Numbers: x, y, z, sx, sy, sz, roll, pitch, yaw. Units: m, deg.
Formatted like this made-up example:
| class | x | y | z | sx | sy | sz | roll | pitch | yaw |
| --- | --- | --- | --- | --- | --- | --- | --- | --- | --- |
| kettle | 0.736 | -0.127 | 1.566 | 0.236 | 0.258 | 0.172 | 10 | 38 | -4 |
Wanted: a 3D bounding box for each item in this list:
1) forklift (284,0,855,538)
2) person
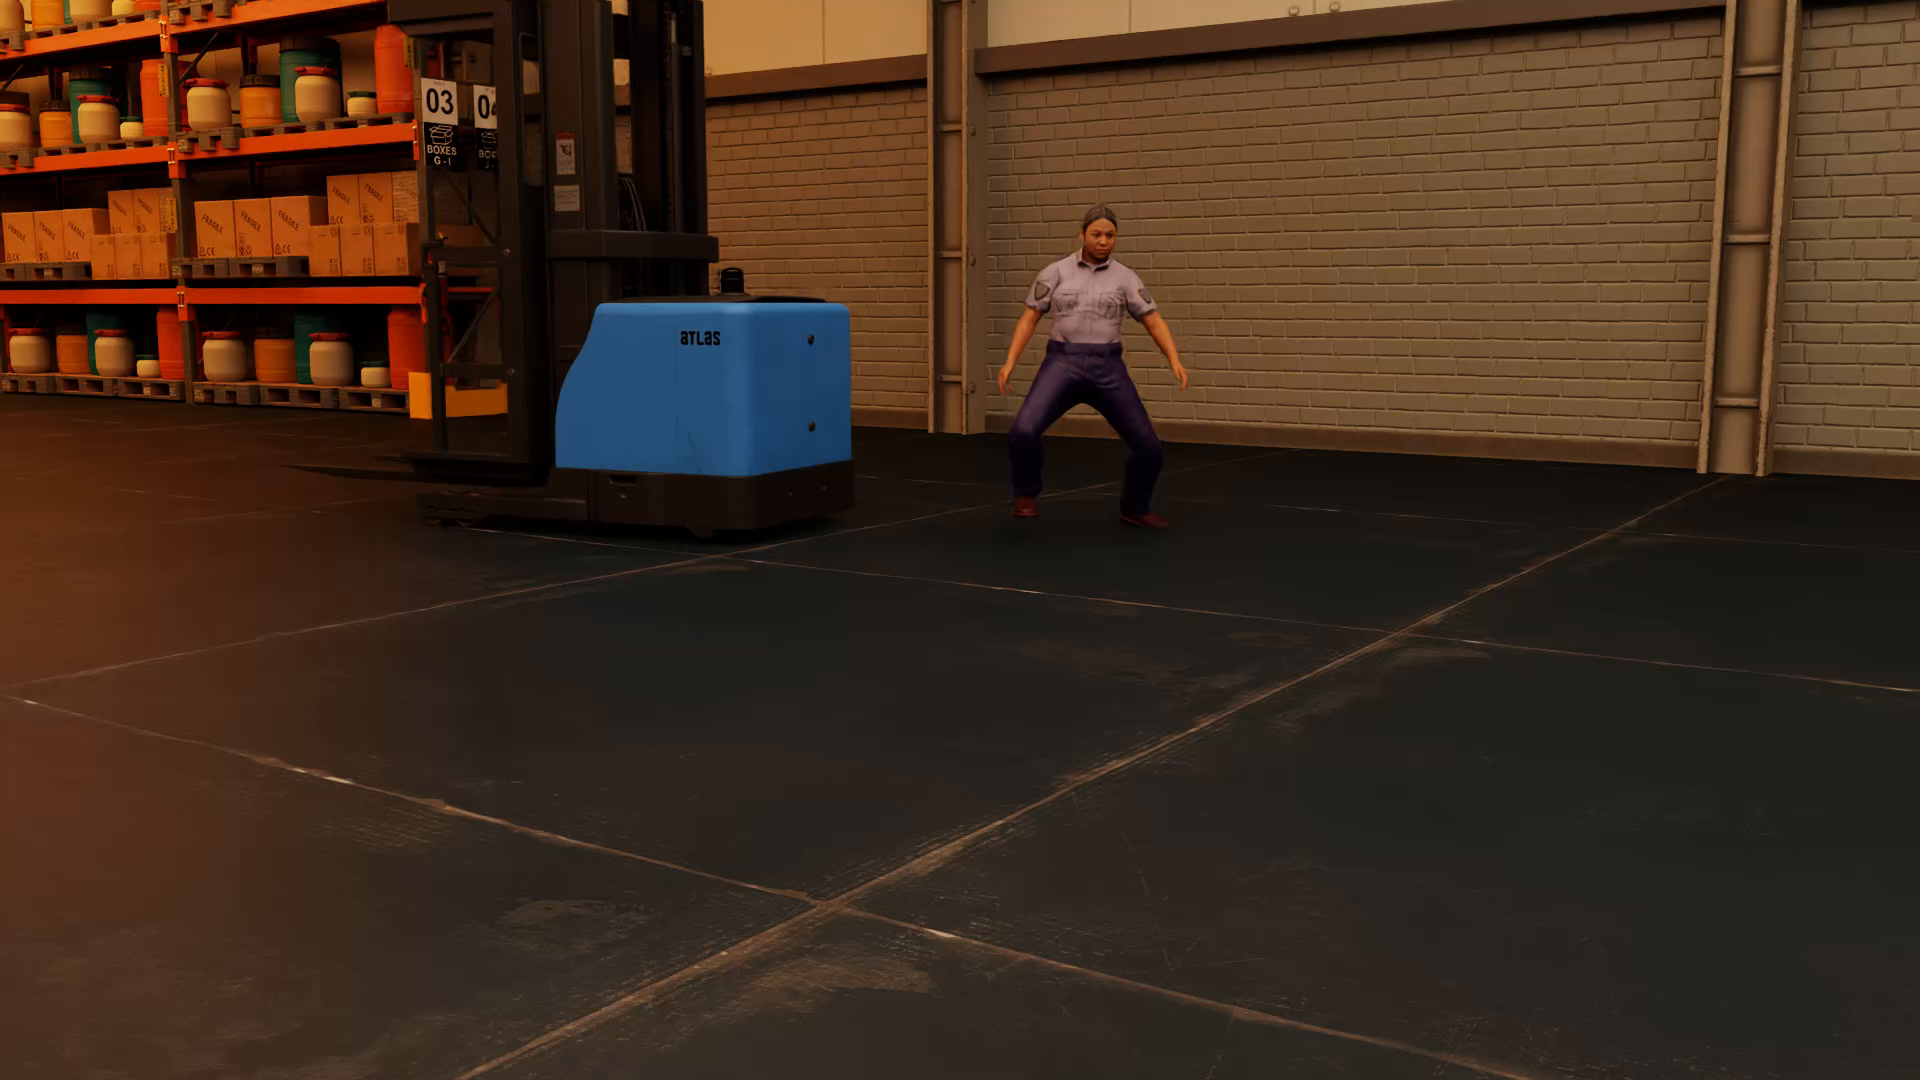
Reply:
| class | x | y | z | sx | sy | sz | roll | pitch | yaw |
| --- | --- | --- | --- | --- | --- | --- | --- | --- | --- |
| forklift | -2.075 | -1.576 | 8.275 | 3.031 | 2.935 | 1.130 | 4 | 9 | 26 |
| person | 0.620 | -0.786 | 7.851 | 0.878 | 1.532 | 0.626 | 0 | 8 | 3 |
